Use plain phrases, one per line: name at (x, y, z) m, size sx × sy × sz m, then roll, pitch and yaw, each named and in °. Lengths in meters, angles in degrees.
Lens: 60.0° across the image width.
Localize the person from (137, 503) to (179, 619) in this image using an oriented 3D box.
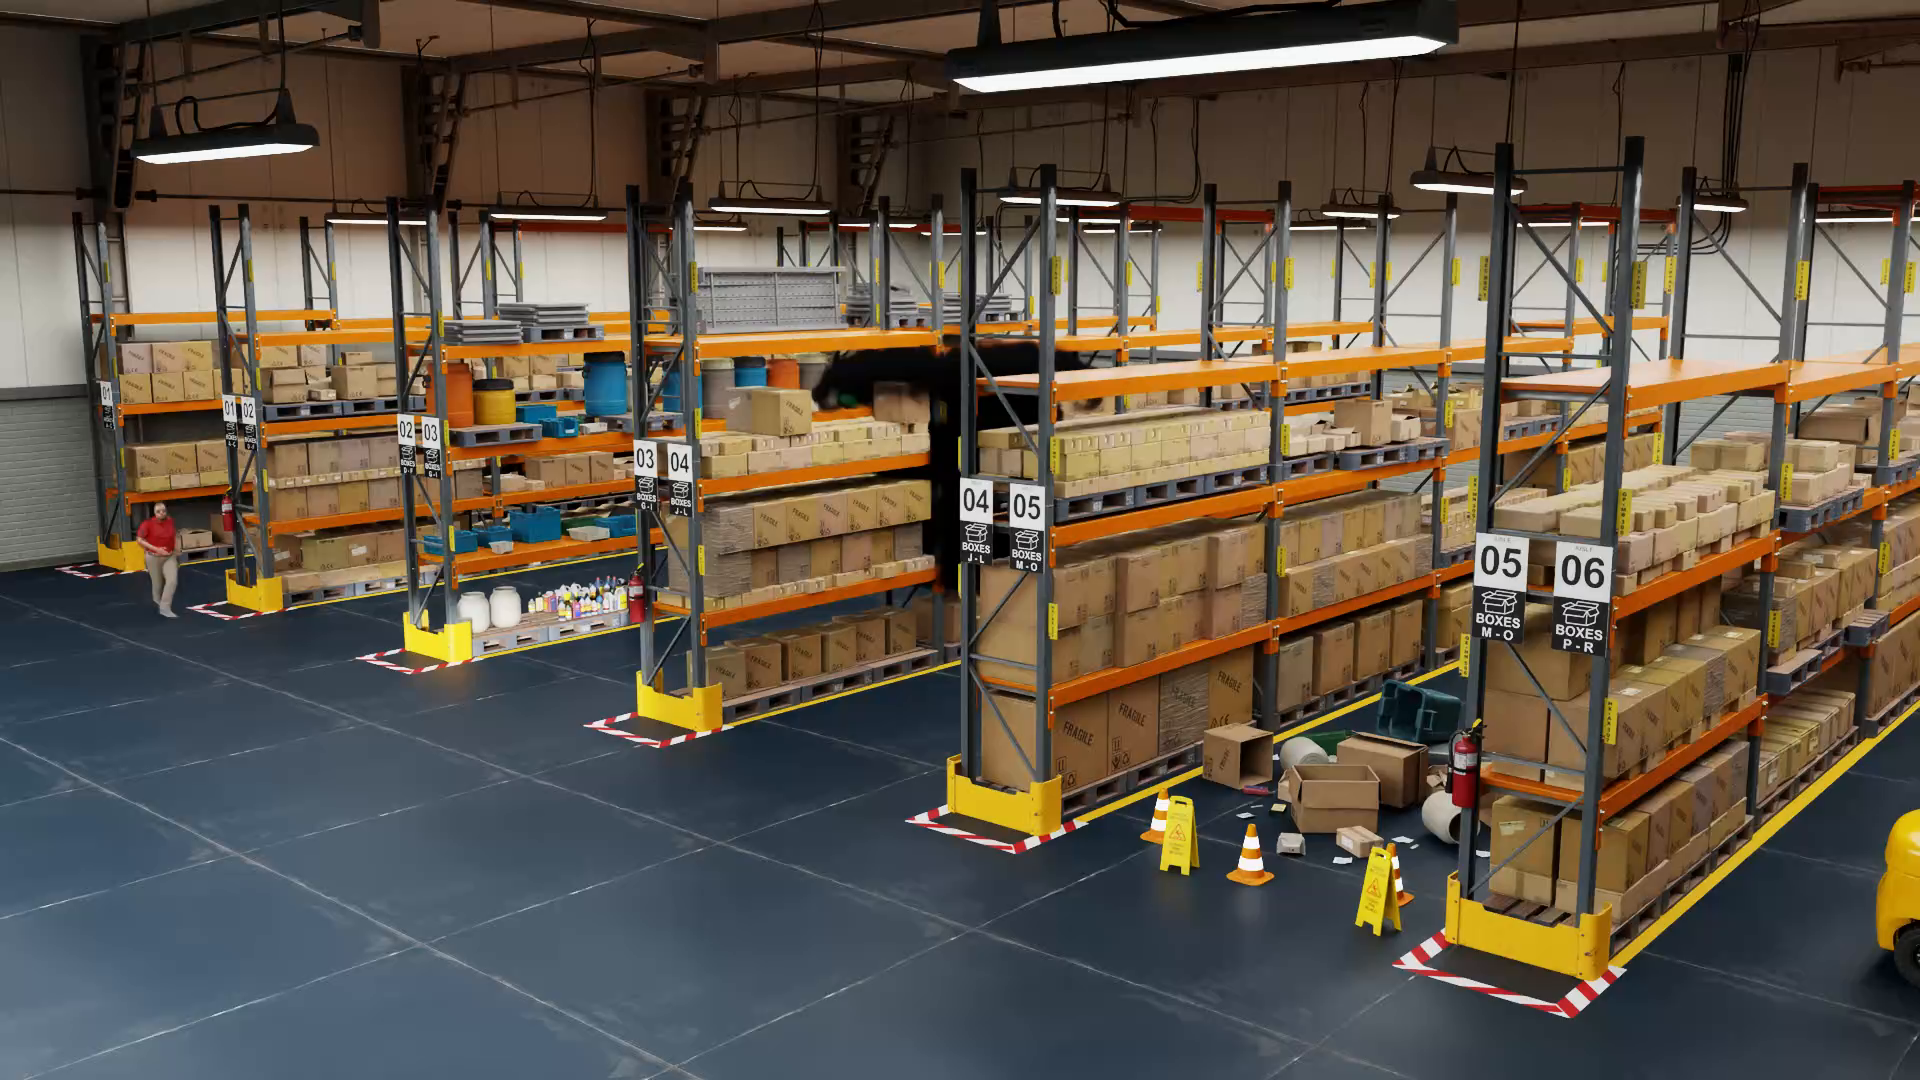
person at (-11.806, 0.281, 24.480) m, size 0.633 × 1.708 × 0.837 m, roll -9°, pitch 13°, yaw -43°
